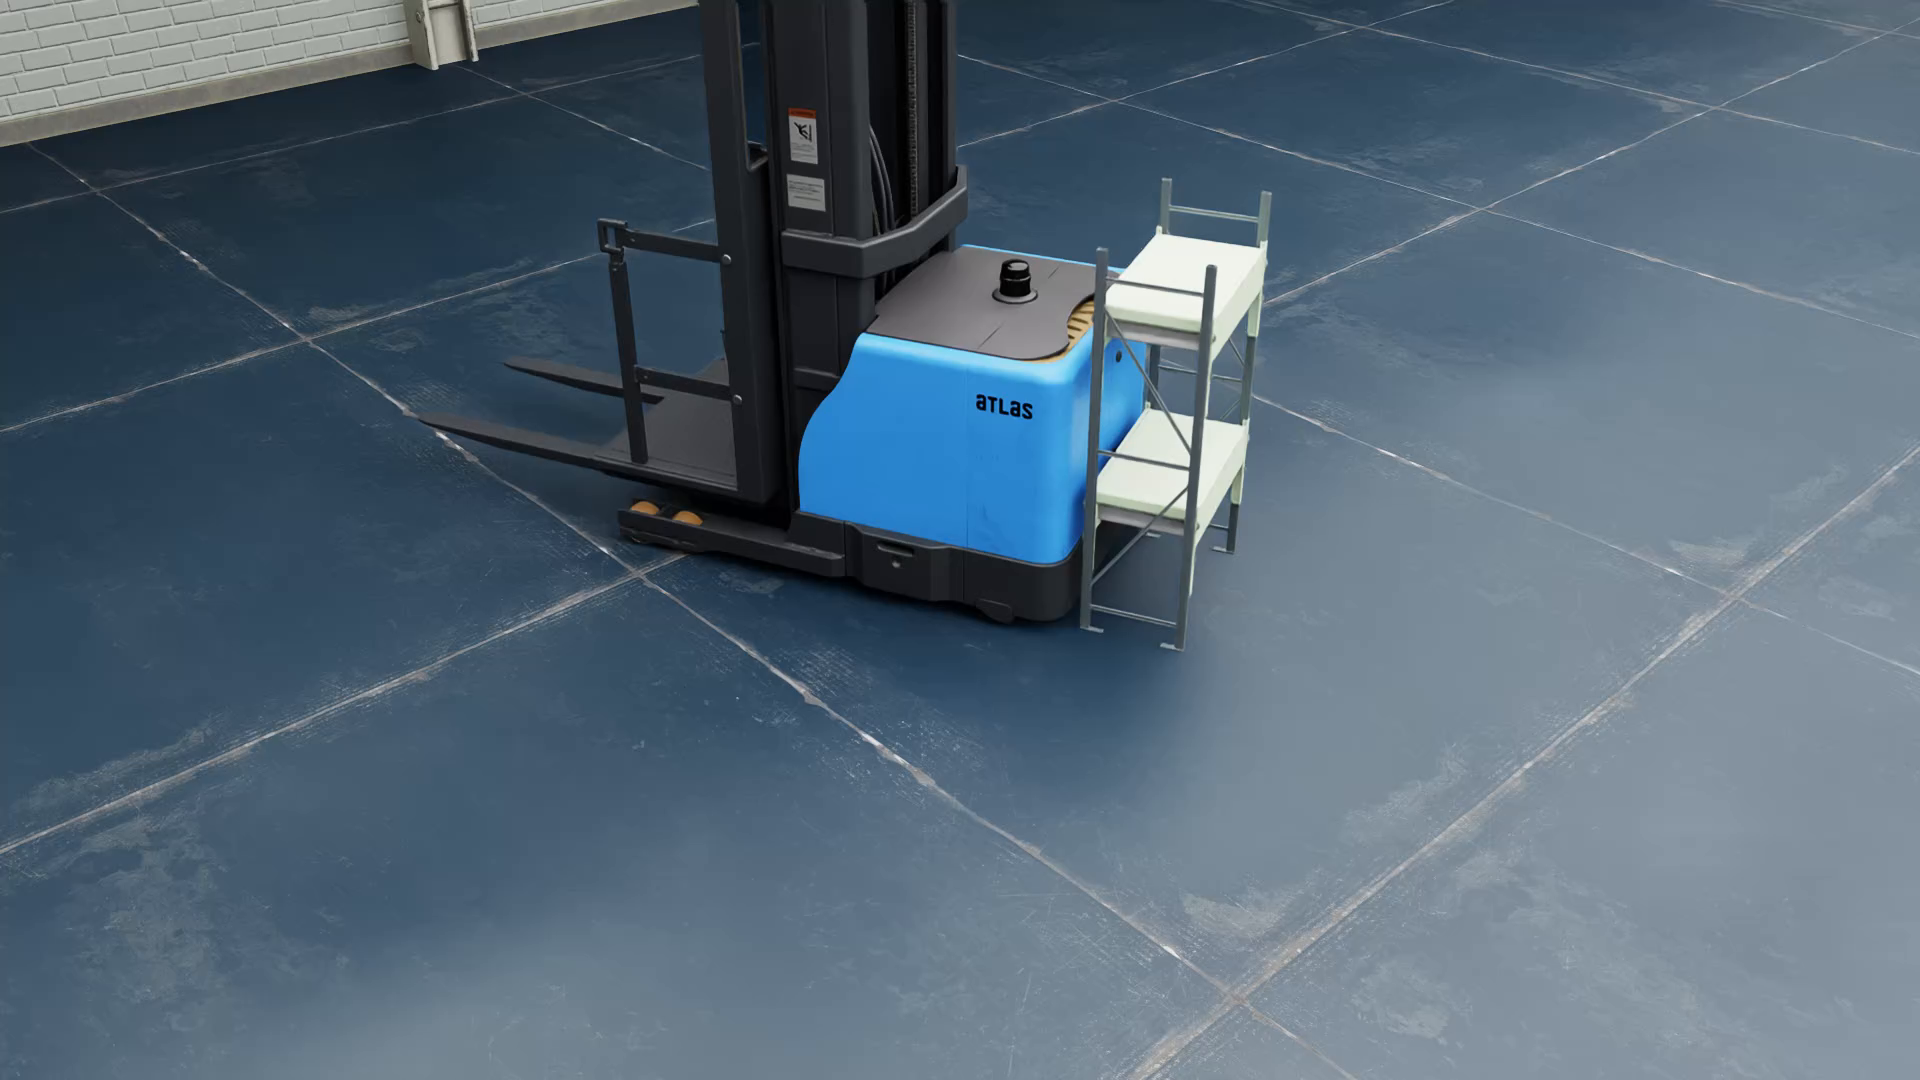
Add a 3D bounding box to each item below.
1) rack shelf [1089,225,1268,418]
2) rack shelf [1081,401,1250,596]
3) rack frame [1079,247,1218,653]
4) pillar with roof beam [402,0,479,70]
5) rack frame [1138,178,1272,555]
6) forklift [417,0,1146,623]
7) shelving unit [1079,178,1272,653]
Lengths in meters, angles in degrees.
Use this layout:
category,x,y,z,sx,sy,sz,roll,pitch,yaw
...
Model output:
category,x,y,z,sx,sy,sz,roll,pitch,yaw
rack shelf,0.775,-0.781,5.842,0.431,0.370,0.720,12,34,19
rack shelf,0.775,-0.170,6.216,0.431,0.370,0.720,12,34,19
rack frame,0.635,-0.272,5.757,0.400,1.500,0.023,12,34,19
pillar with roof beam,-1.017,-5.868,7.720,0.400,9.000,9.100,-26,40,-35
rack frame,0.916,-0.625,6.334,0.400,1.500,0.023,12,34,19
forklift,-0.825,-1.435,6.287,3.031,2.935,1.130,13,34,20
shelving unit,0.775,-0.448,6.046,0.431,1.500,0.755,12,34,19
